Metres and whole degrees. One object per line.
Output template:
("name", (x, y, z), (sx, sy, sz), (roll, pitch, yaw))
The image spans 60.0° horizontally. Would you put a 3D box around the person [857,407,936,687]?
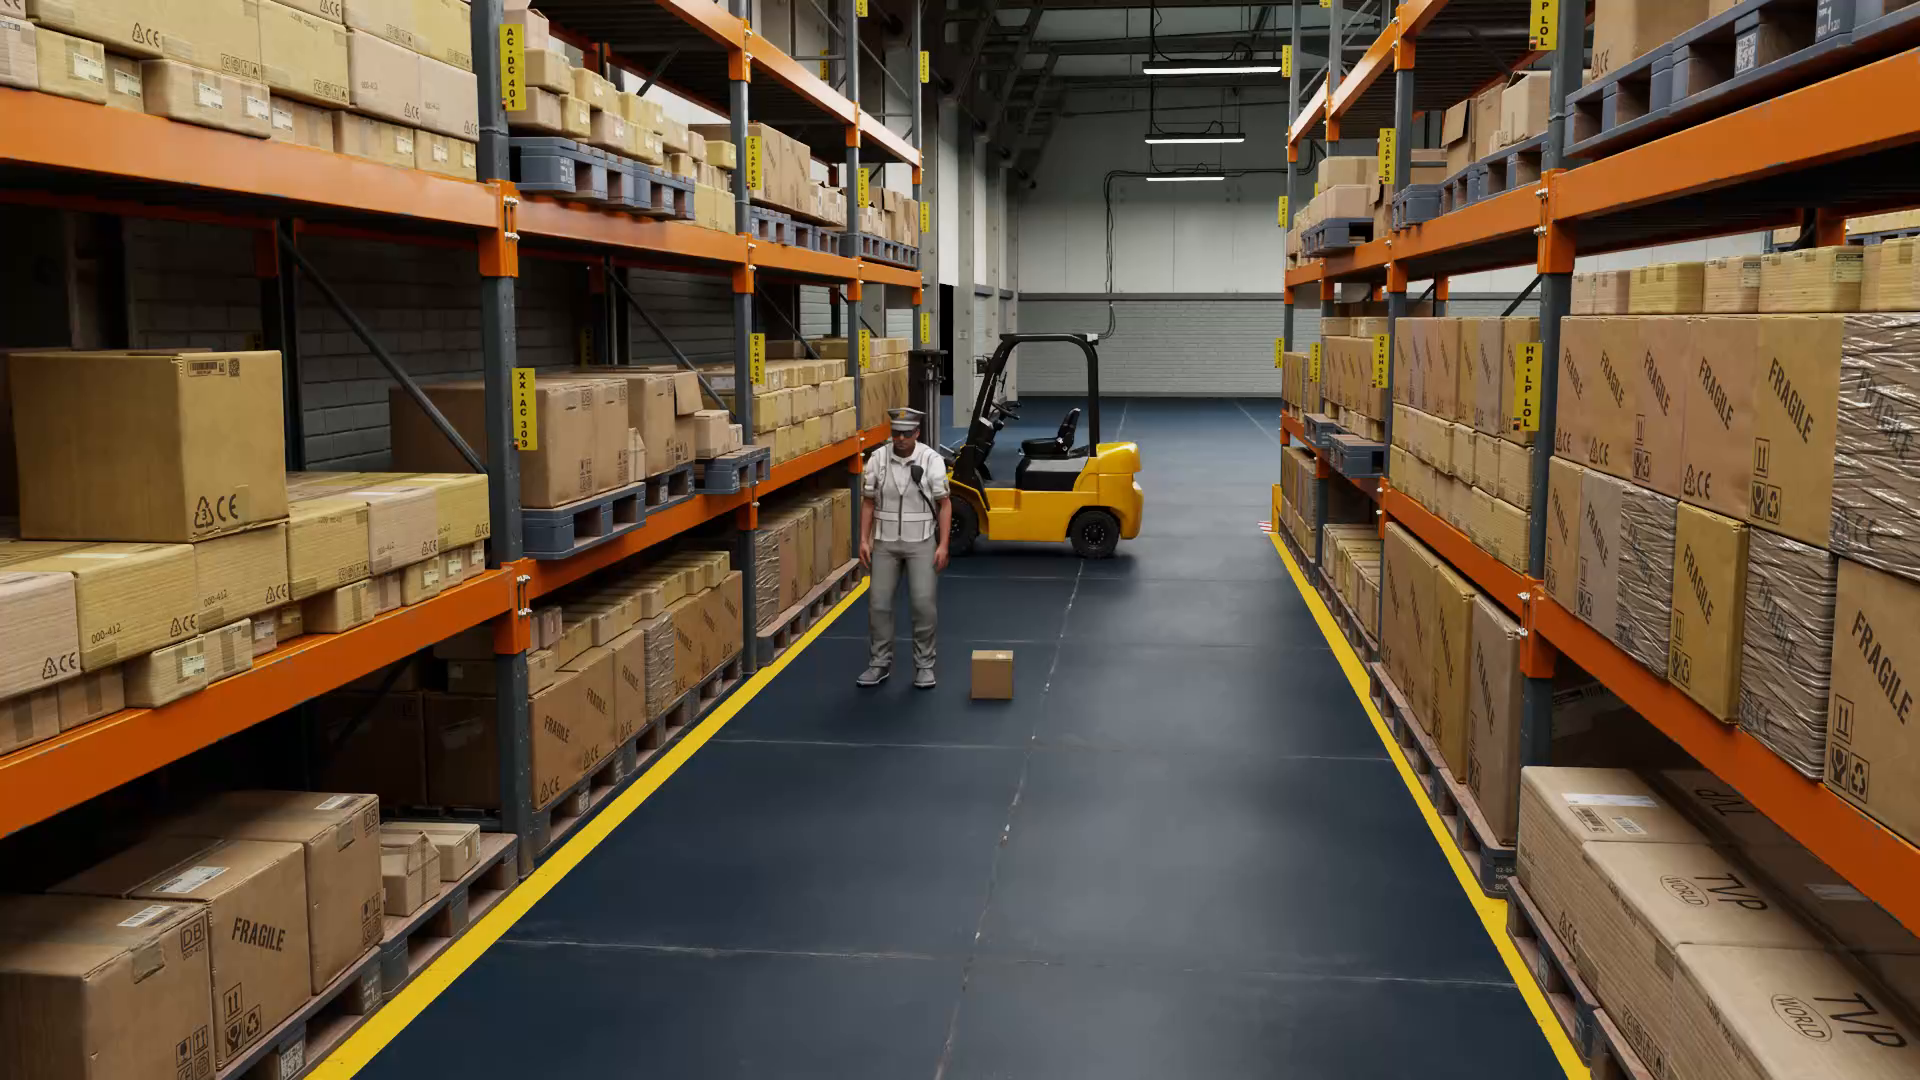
("person", (-0.390, 0.041, 10.450), (0.500, 1.749, 0.340), (1, 8, 10))
